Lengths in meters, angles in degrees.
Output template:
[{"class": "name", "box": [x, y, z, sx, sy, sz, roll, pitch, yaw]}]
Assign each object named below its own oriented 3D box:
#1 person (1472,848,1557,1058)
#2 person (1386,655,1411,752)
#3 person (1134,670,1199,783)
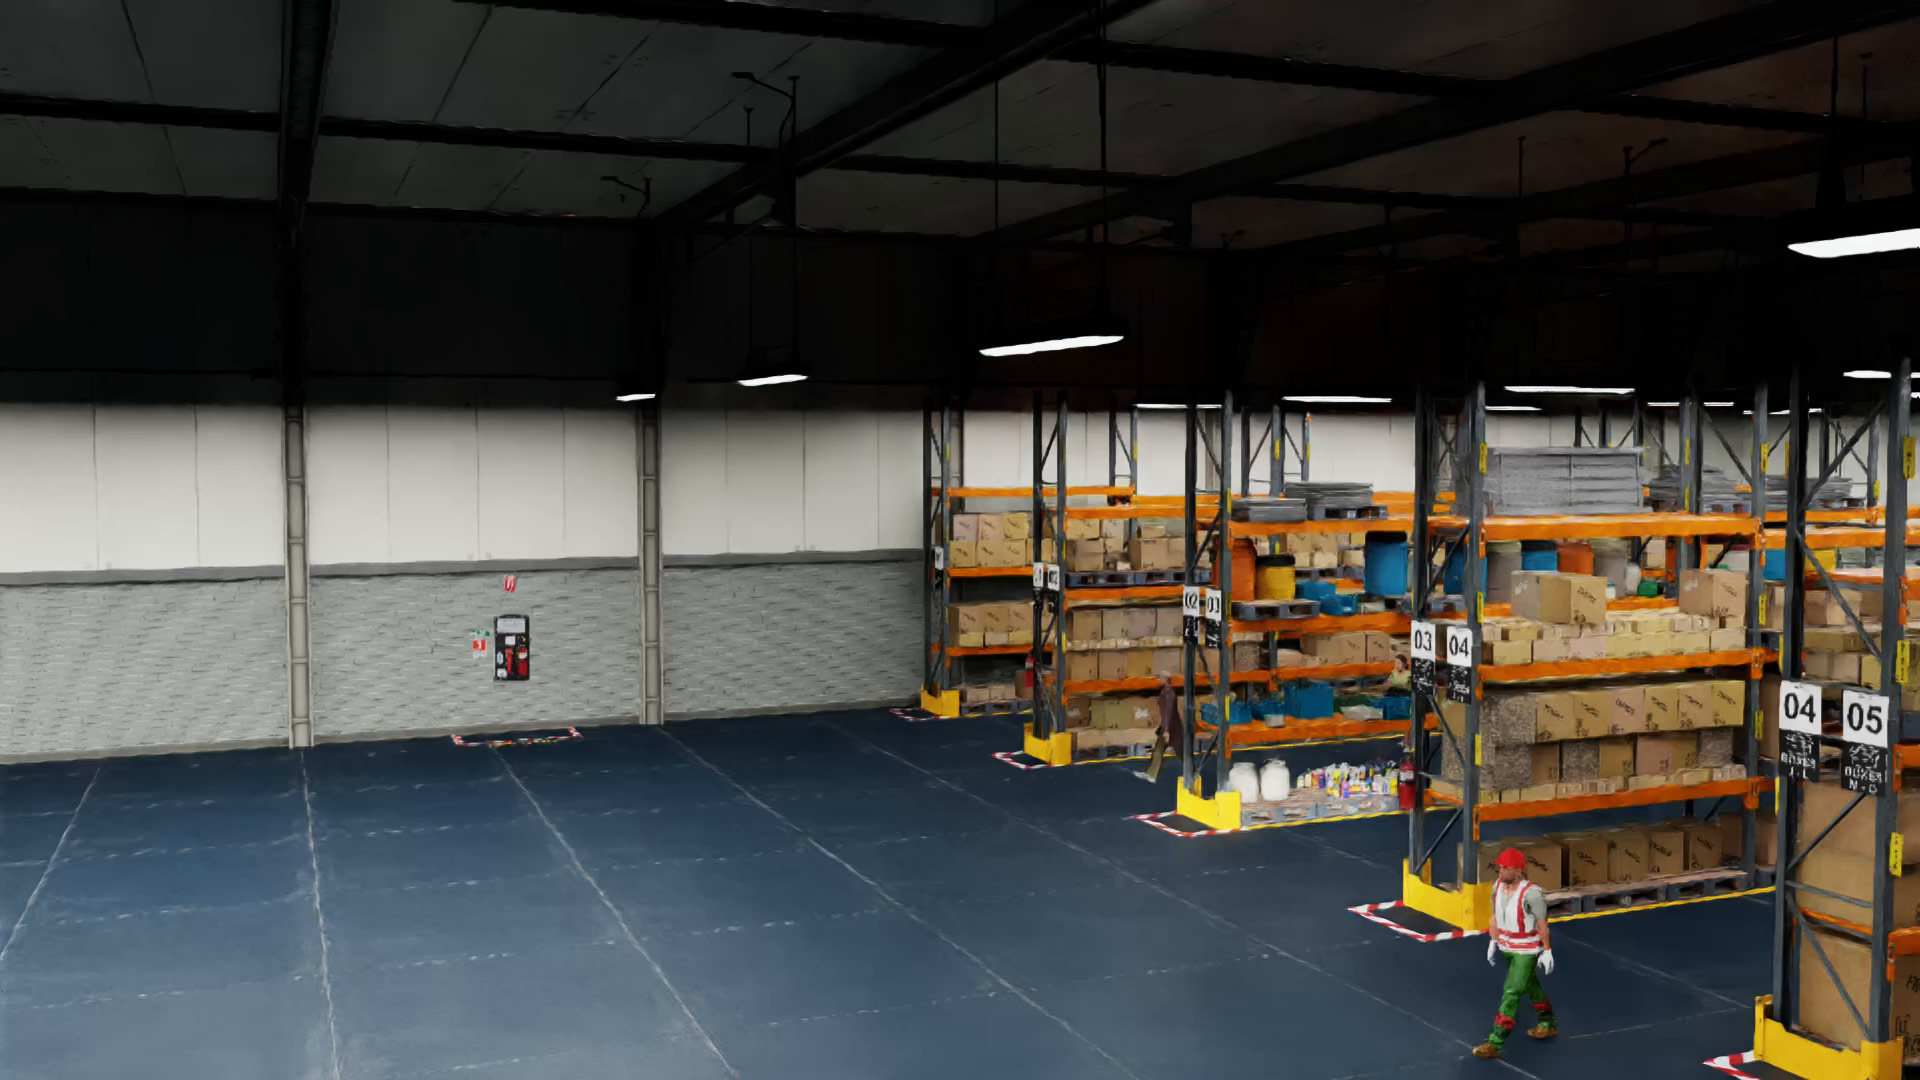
[{"class": "person", "box": [4.688, 3.457, 14.109, 1.116, 1.705, 0.557, -2, 4, -25]}, {"class": "person", "box": [7.486, 2.710, 27.898, 0.814, 1.604, 0.621, -3, 4, -39]}, {"class": "person", "box": [3.120, 2.820, 25.000, 0.999, 1.736, 0.629, 0, 3, 5]}]
